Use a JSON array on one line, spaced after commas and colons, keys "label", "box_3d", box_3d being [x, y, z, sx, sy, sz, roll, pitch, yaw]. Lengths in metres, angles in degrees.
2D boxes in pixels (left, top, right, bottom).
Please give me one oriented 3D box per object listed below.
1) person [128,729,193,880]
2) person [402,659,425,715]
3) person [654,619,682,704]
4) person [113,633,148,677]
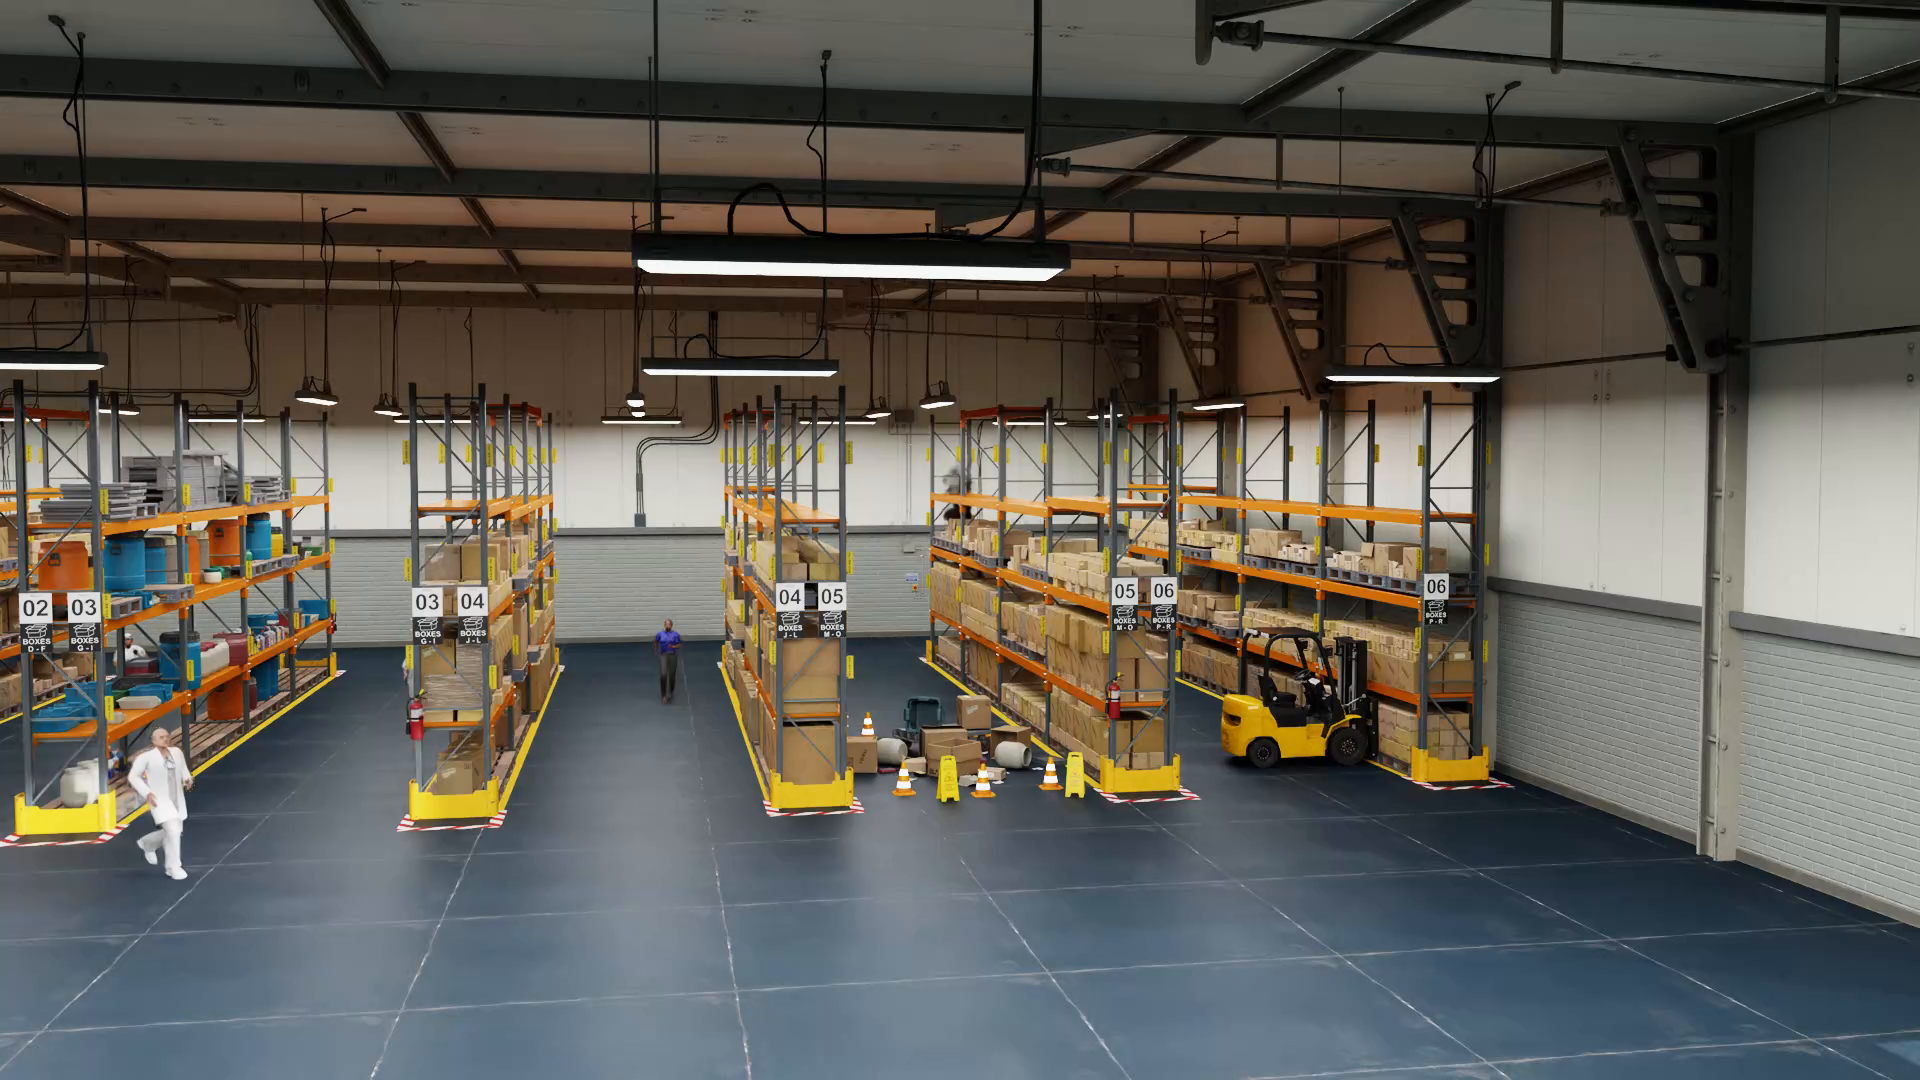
[{"label": "person", "box_3d": [-9.517, 3.125, 19.850, 0.843, 1.773, 0.704, 2, 3, 28]}, {"label": "person", "box_3d": [-10.025, 2.685, 30.722, 0.543, 1.481, 0.877, -1, 3, -16]}, {"label": "person", "box_3d": [-5.946, 2.463, 33.854, 0.545, 1.720, 0.768, -1, 3, -13]}, {"label": "person", "box_3d": [-15.646, 2.598, 31.318, 0.554, 1.705, 0.759, -1, 3, -14]}]
